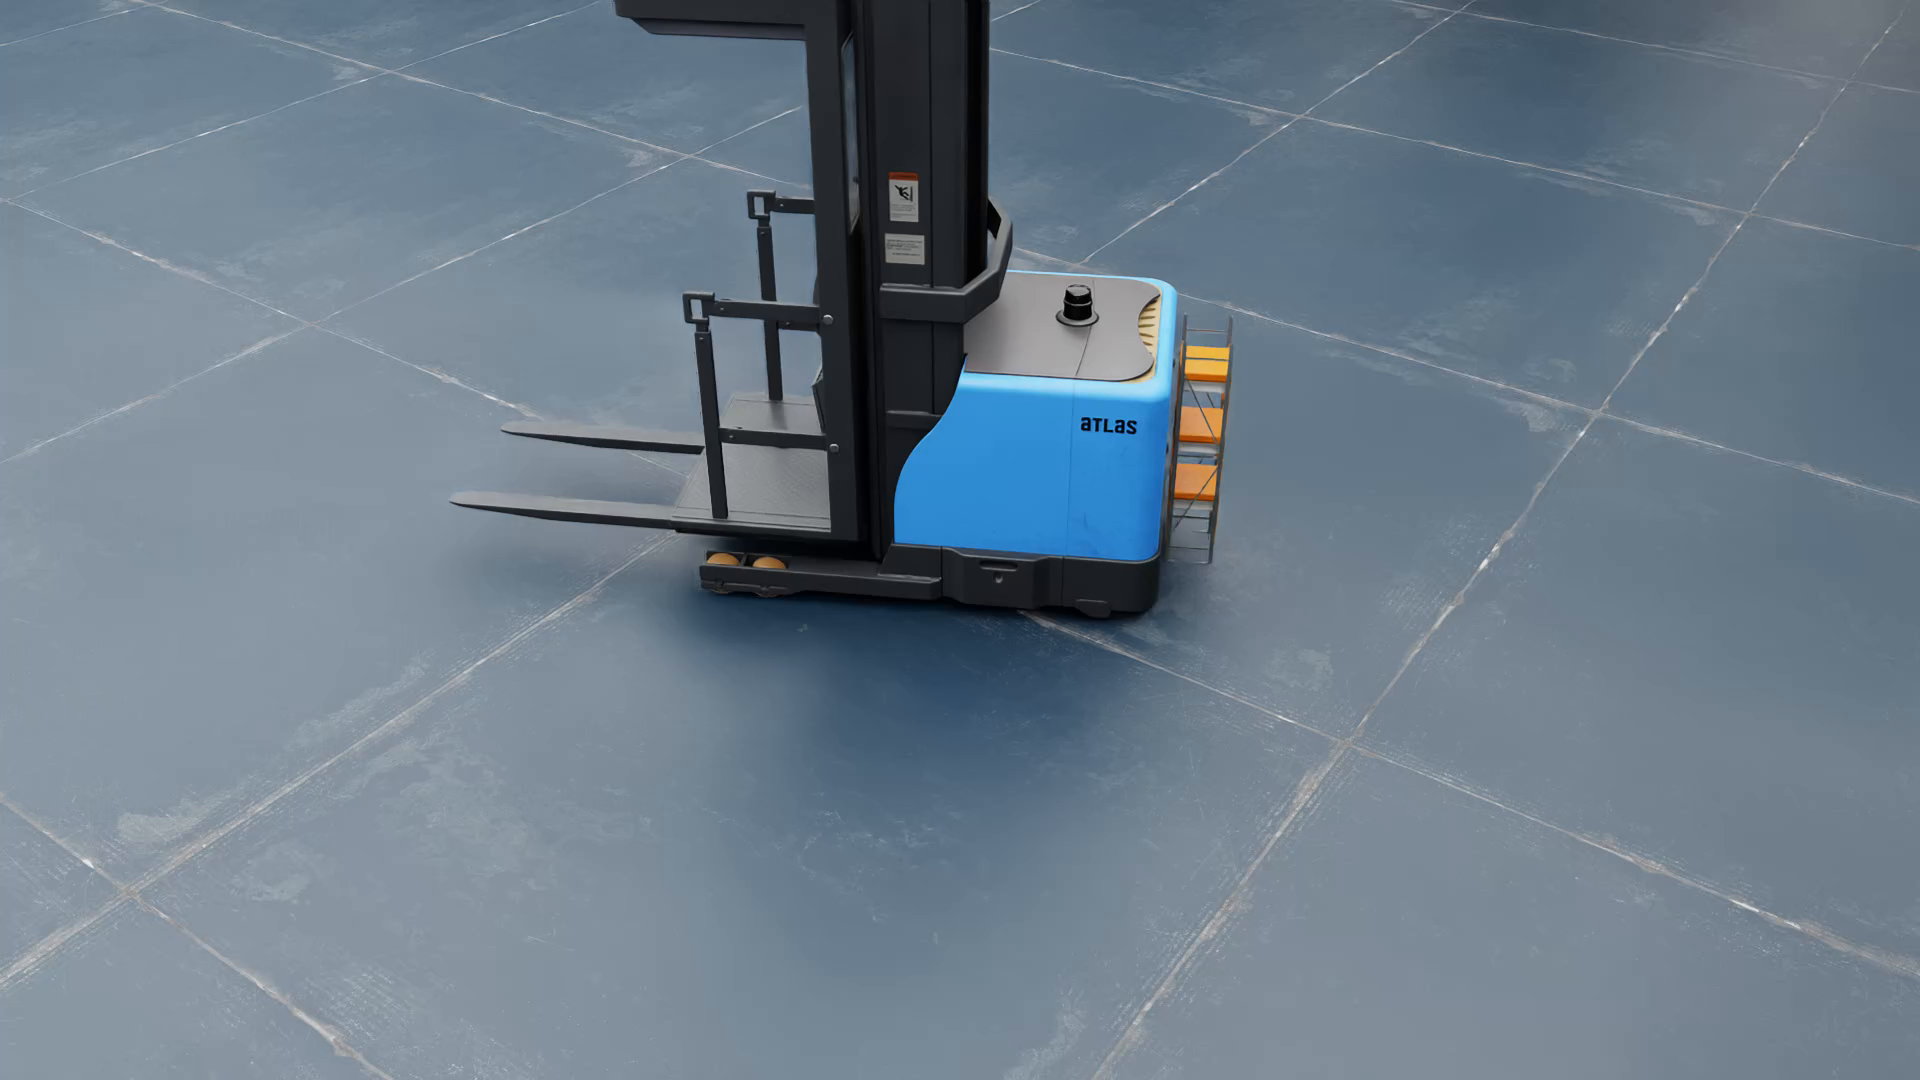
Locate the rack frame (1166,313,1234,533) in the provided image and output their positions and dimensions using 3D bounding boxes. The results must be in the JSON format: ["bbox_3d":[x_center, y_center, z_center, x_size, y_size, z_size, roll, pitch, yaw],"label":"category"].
[{"bbox_3d":[1.005,-0.474,7.013,0.200,1.050,0.008,4,34,6],"label":"rack frame"}]

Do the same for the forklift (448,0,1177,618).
[{"bbox_3d":[-0.641,-1.264,6.503,3.031,2.935,1.130,4,34,7],"label":"forklift"}]

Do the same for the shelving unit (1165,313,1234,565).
[{"bbox_3d":[0.990,-0.406,6.913,0.215,1.050,0.252,4,34,6],"label":"shelving unit"}]

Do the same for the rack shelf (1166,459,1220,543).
[{"bbox_3d":[0.990,-0.167,7.075,0.215,0.259,0.240,4,34,6],"label":"rack shelf"}]

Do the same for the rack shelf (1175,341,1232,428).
[{"bbox_3d":[0.990,-0.632,6.760,0.215,0.259,0.240,4,34,6],"label":"rack shelf"}]

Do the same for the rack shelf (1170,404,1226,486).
[{"bbox_3d":[0.990,-0.397,6.919,0.215,0.259,0.240,4,34,6],"label":"rack shelf"}]

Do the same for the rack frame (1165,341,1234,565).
[{"bbox_3d":[0.975,-0.338,6.813,0.200,1.050,0.008,4,34,6],"label":"rack frame"}]
